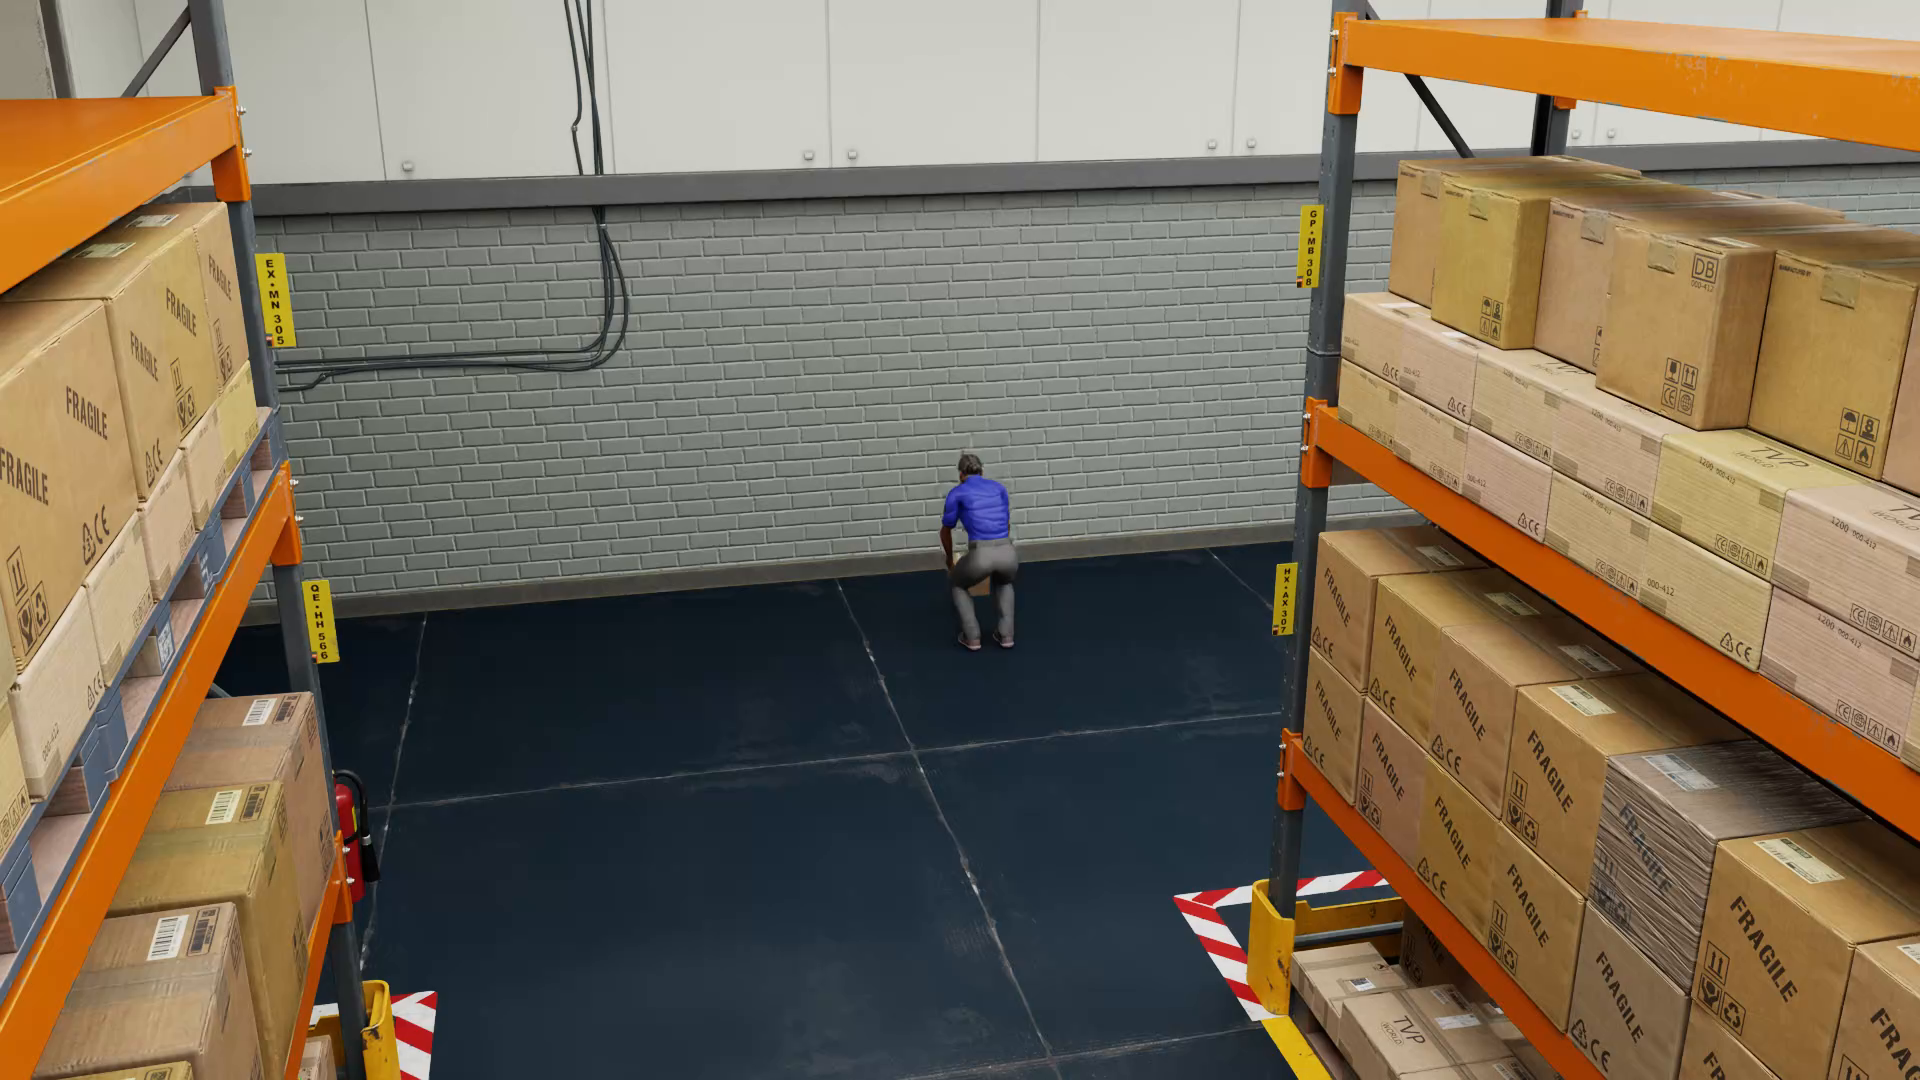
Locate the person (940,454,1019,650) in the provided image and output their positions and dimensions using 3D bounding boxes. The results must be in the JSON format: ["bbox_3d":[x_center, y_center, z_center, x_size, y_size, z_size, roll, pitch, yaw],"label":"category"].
[{"bbox_3d":[0.131,0.100,11.374,0.498,1.280,0.682,-5,20,-12],"label":"person"}]
